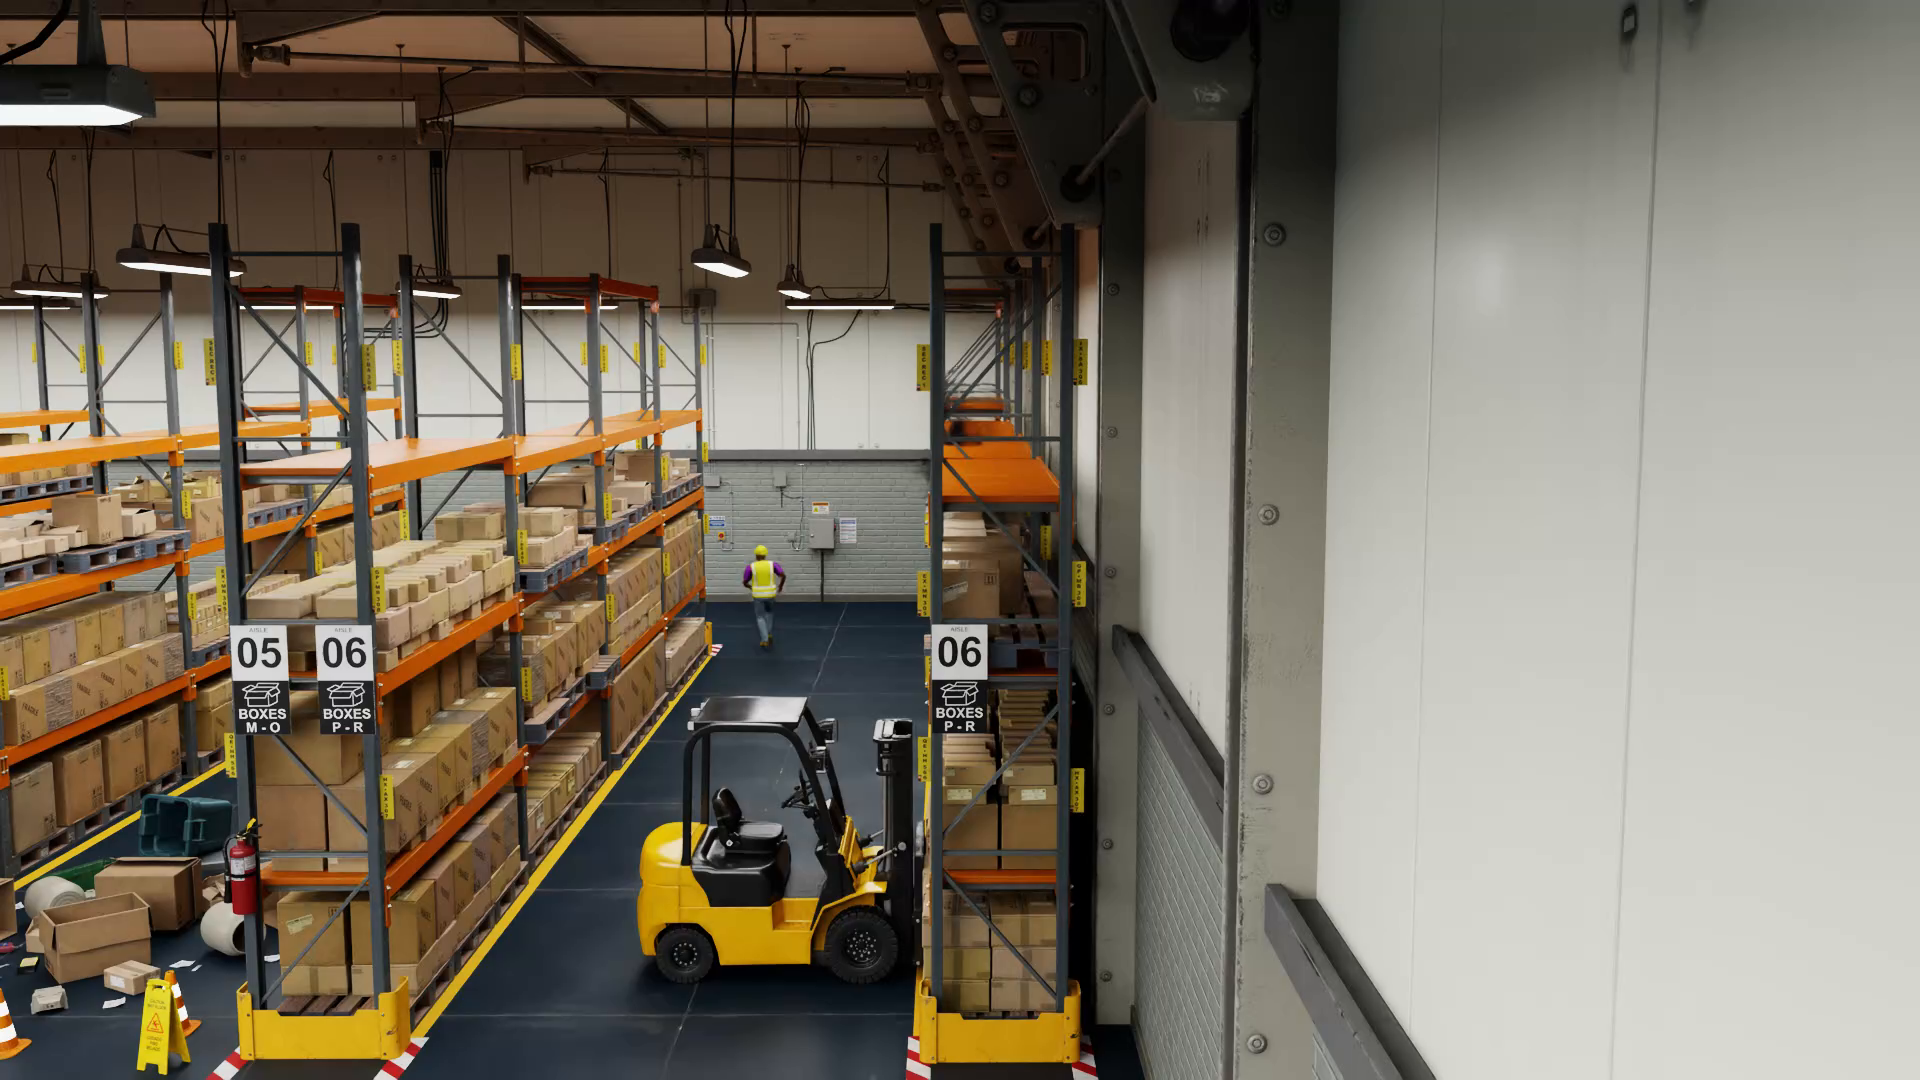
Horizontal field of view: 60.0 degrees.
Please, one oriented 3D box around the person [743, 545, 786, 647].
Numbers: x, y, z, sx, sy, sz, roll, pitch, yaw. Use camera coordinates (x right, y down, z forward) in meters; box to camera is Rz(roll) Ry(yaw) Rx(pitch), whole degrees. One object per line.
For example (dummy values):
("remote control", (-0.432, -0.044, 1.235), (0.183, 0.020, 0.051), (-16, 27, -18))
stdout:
("person", (-3.370, 0.986, 28.512), (0.714, 1.804, 0.735), (-2, 7, -17))
